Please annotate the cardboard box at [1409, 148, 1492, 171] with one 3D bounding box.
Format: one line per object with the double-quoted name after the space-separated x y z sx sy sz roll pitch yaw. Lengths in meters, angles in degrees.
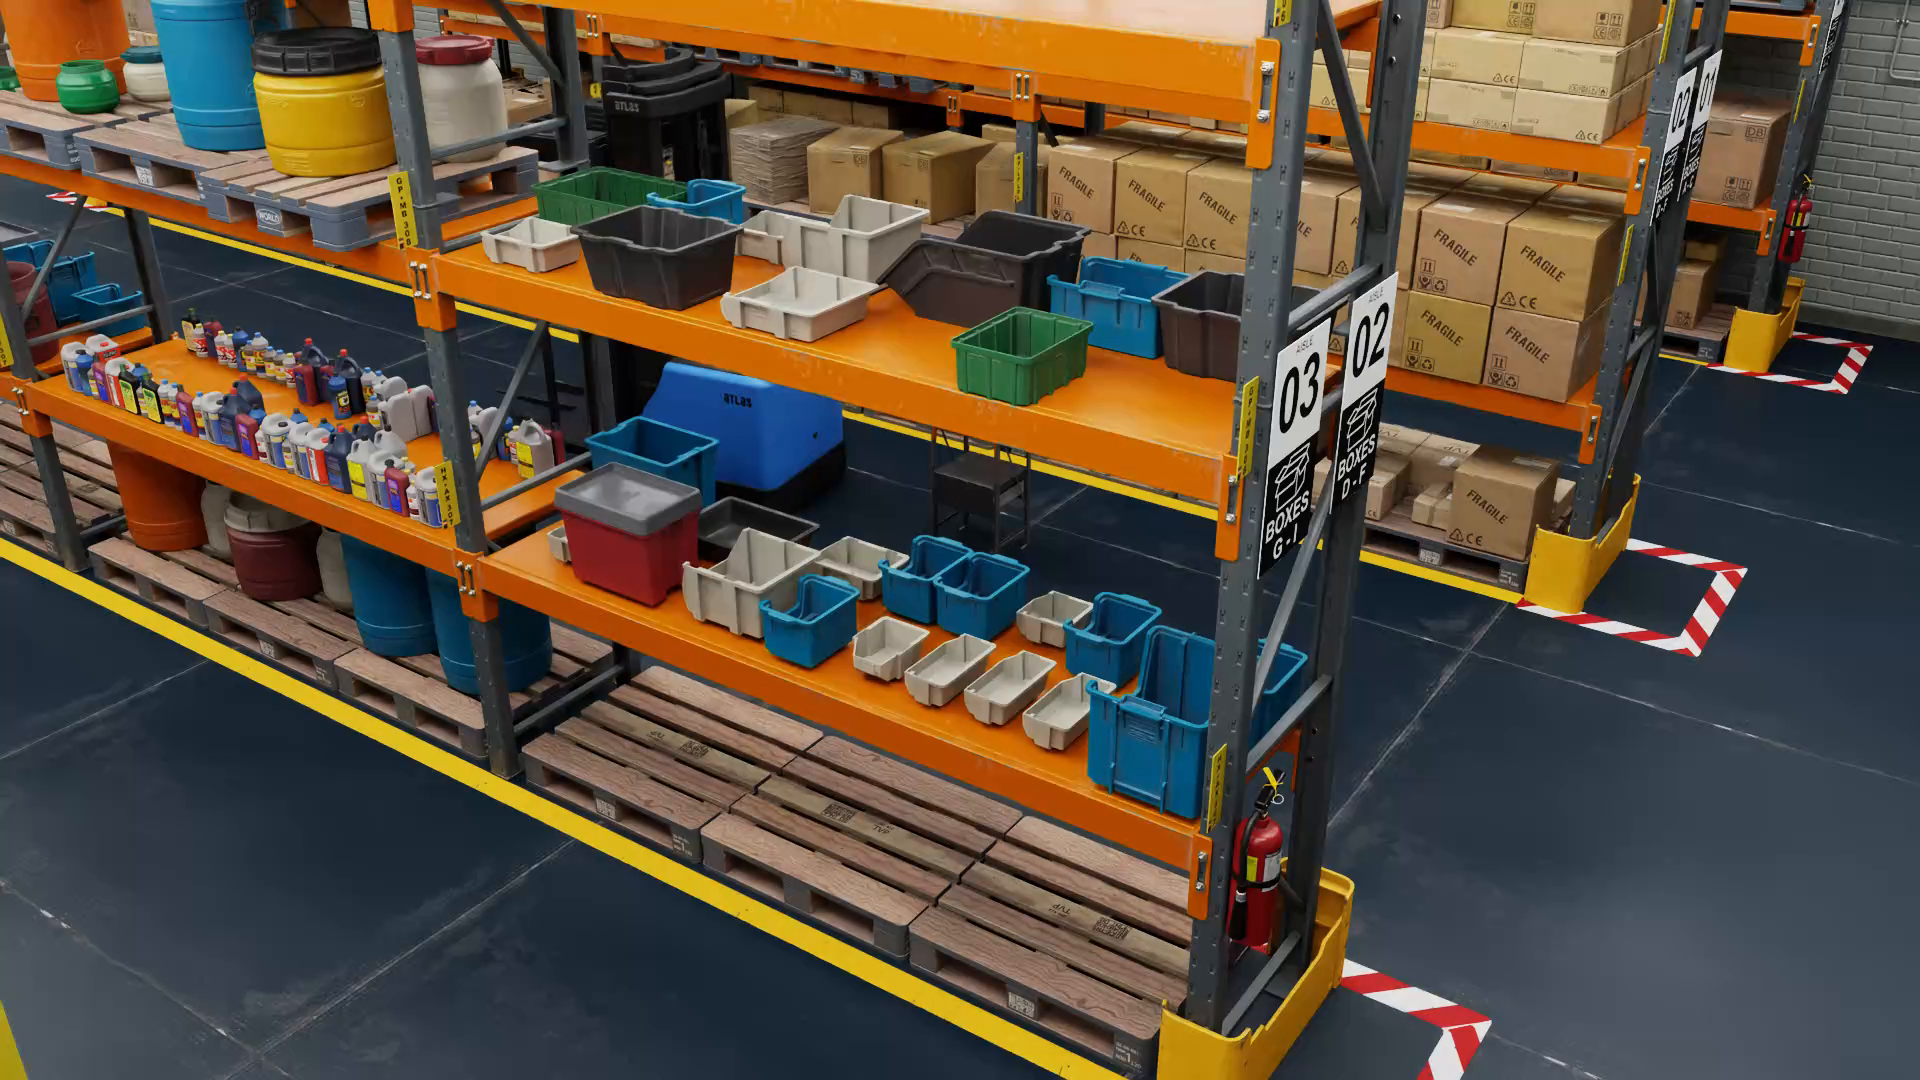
4.546 -3.795 14.844 0.700 0.700 0.980 16 31 29 "cardboard box"

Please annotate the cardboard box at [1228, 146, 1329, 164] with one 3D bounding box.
2.110 -2.341 11.103 0.500 0.500 0.500 18 32 31 "cardboard box"

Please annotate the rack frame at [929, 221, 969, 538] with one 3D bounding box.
-0.065 -0.956 10.587 0.015 2.100 0.400 17 32 30 "rack frame"

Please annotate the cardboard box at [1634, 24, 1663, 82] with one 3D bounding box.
3.729 -2.838 9.601 0.500 0.250 0.500 17 32 30 "cardboard box"

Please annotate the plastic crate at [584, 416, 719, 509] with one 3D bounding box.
-1.522 -0.320 8.297 0.575 0.384 0.392 17 32 30 "plastic crate"

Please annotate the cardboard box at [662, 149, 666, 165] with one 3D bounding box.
-2.865 -3.241 14.183 0.500 0.311 0.500 20 33 33 "cardboard box"

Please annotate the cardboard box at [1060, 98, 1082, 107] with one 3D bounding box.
1.222 -4.500 16.814 0.250 0.149 0.380 18 32 31 "cardboard box"

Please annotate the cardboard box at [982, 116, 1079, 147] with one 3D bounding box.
0.744 -4.015 17.513 0.750 0.750 0.750 17 31 30 "cardboard box"

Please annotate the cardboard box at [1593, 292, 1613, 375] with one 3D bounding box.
3.788 -1.373 10.305 0.500 0.500 0.500 18 32 31 "cardboard box"

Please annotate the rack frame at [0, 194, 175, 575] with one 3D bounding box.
-5.397 -1.320 10.310 0.127 3.000 1.000 17 32 30 "rack frame"

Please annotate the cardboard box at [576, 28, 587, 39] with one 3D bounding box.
-4.476 -6.256 20.152 0.500 0.250 0.500 17 32 30 "cardboard box"

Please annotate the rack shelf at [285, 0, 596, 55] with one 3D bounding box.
-4.238 -4.700 14.439 4.000 0.370 1.077 17 32 30 "rack shelf"

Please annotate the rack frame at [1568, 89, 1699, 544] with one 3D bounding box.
4.005 -1.116 9.910 0.127 3.000 1.000 17 32 30 "rack frame"

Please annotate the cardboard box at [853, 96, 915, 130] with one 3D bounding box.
-0.845 -4.775 18.544 0.500 0.250 0.500 18 32 31 "cardboard box"

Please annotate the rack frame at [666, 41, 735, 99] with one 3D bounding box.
-3.085 -6.051 19.606 0.127 3.000 1.000 17 32 30 "rack frame"

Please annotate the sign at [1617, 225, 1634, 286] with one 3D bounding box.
3.674 -1.571 9.179 0.005 0.325 0.100 17 32 30 "sign"

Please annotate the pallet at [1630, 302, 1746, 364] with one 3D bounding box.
6.103 -1.903 14.530 1.213 0.211 1.003 17 32 30 "pallet"

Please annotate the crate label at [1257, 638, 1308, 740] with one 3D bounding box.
1.180 0.596 6.664 0.303 0.233 0.416 17 32 30 "crate label"

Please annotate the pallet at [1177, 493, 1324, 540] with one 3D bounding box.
2.283 -0.411 11.599 1.213 0.211 1.003 17 32 30 "pallet"

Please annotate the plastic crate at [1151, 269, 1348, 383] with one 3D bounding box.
1.038 -0.747 6.022 0.590 0.269 0.497 17 32 30 "plastic crate"

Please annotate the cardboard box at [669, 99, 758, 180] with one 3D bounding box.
-2.007 -3.283 13.594 0.500 0.500 0.700 7 28 13 "cardboard box"

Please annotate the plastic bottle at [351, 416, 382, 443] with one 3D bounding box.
-3.114 -0.486 8.726 0.185 0.351 0.144 17 32 30 "plastic bottle"

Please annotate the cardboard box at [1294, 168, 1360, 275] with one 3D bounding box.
2.212 -2.011 10.455 0.500 0.500 0.500 18 32 32 "cardboard box"

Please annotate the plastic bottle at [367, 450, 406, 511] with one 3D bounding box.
-2.909 -0.311 8.466 0.135 0.276 0.152 17 32 30 "plastic bottle"

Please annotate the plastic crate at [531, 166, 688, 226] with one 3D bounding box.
-1.580 -1.539 7.668 0.662 0.188 0.450 17 32 30 "plastic crate"

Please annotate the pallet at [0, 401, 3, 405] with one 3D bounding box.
-8.025 -0.917 12.593 1.213 0.211 1.003 17 32 30 "pallet"

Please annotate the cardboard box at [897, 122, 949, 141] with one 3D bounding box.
-0.411 -4.271 18.380 0.500 0.500 0.700 18 32 31 "cardboard box"

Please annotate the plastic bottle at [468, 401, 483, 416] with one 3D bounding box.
-2.647 -0.631 9.098 0.097 0.271 0.097 0 27 0 "plastic bottle"

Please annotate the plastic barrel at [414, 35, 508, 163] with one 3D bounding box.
-2.392 -2.106 7.935 0.433 0.535 0.433 0 27 0 "plastic barrel"

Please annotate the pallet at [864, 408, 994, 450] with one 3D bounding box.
0.016 -1.095 12.944 1.213 0.211 1.003 17 32 30 "pallet"

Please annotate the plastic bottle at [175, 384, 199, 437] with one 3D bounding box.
-4.297 -0.722 9.264 0.133 0.283 0.061 17 32 30 "plastic bottle"

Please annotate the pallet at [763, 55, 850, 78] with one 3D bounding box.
-1.443 -5.431 18.600 1.213 0.211 1.003 17 32 30 "pallet"

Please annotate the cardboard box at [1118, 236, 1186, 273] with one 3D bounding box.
1.397 -1.825 11.193 0.500 0.500 0.500 18 32 31 "cardboard box"

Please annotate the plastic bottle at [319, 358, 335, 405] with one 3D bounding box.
-3.652 -0.925 9.664 0.133 0.283 0.061 17 32 30 "plastic bottle"

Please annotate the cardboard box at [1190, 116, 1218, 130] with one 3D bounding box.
2.410 -4.060 15.949 0.250 0.149 0.380 17 32 30 "cardboard box"

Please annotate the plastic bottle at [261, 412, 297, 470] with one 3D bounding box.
-3.627 -0.535 8.905 0.135 0.276 0.152 17 32 30 "plastic bottle"

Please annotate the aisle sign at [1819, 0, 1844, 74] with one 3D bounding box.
6.696 -3.997 12.705 0.004 0.787 0.394 17 32 30 "aisle sign"

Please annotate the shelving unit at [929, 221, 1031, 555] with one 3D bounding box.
0.136 -0.893 10.464 0.503 2.100 0.431 17 32 30 "shelving unit"

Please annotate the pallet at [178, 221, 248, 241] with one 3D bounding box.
-7.528 -3.488 17.645 1.213 0.211 1.003 17 32 30 "pallet"

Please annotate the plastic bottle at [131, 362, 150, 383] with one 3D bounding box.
-4.728 -0.894 9.616 0.097 0.271 0.097 0 27 0 "plastic bottle"

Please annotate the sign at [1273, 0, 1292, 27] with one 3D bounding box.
0.899 -1.586 4.574 0.005 0.325 0.100 17 32 30 "sign"

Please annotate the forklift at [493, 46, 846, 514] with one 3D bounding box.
-2.364 -1.855 11.438 3.031 2.935 1.130 13 30 23 "forklift"

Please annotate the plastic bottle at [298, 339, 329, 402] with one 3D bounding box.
-3.772 -1.003 9.743 0.185 0.351 0.144 17 32 30 "plastic bottle"

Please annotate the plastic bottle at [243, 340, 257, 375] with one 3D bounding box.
-4.306 -1.116 10.129 0.097 0.201 0.097 0 27 0 "plastic bottle"

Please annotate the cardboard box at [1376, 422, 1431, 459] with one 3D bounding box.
2.893 -0.589 11.422 0.500 0.250 0.500 17 32 30 "cardboard box"

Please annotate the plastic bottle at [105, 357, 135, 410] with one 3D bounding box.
-4.842 -0.914 9.649 0.135 0.276 0.152 17 32 30 "plastic bottle"

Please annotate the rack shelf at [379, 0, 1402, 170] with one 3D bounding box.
-0.451 -1.954 6.176 4.000 0.370 1.077 17 32 30 "rack shelf"

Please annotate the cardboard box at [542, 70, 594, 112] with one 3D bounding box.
-4.817 -5.595 20.982 0.500 0.500 0.700 15 31 27 "cardboard box"

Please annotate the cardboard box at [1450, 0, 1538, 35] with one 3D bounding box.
3.208 -3.229 9.542 0.500 0.500 0.700 17 32 30 "cardboard box"

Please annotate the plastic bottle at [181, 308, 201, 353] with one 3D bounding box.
-4.822 -1.323 10.446 0.133 0.283 0.061 17 32 30 "plastic bottle"

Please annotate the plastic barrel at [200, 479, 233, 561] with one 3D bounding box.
-4.468 -0.167 10.326 0.421 0.512 0.421 0 27 0 "plastic barrel"

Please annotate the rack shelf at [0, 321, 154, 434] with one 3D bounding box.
-7.046 -1.513 11.482 4.000 0.370 1.077 17 32 30 "rack shelf"

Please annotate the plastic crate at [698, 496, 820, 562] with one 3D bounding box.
-1.025 -0.010 7.973 0.590 0.125 0.437 17 32 30 "plastic crate"

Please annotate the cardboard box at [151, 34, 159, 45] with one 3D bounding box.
-7.920 -5.047 16.809 0.250 0.149 0.380 17 31 30 "cardboard box"

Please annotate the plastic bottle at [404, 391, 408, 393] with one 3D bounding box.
-3.109 -0.743 9.396 0.097 0.201 0.097 0 27 0 "plastic bottle"
